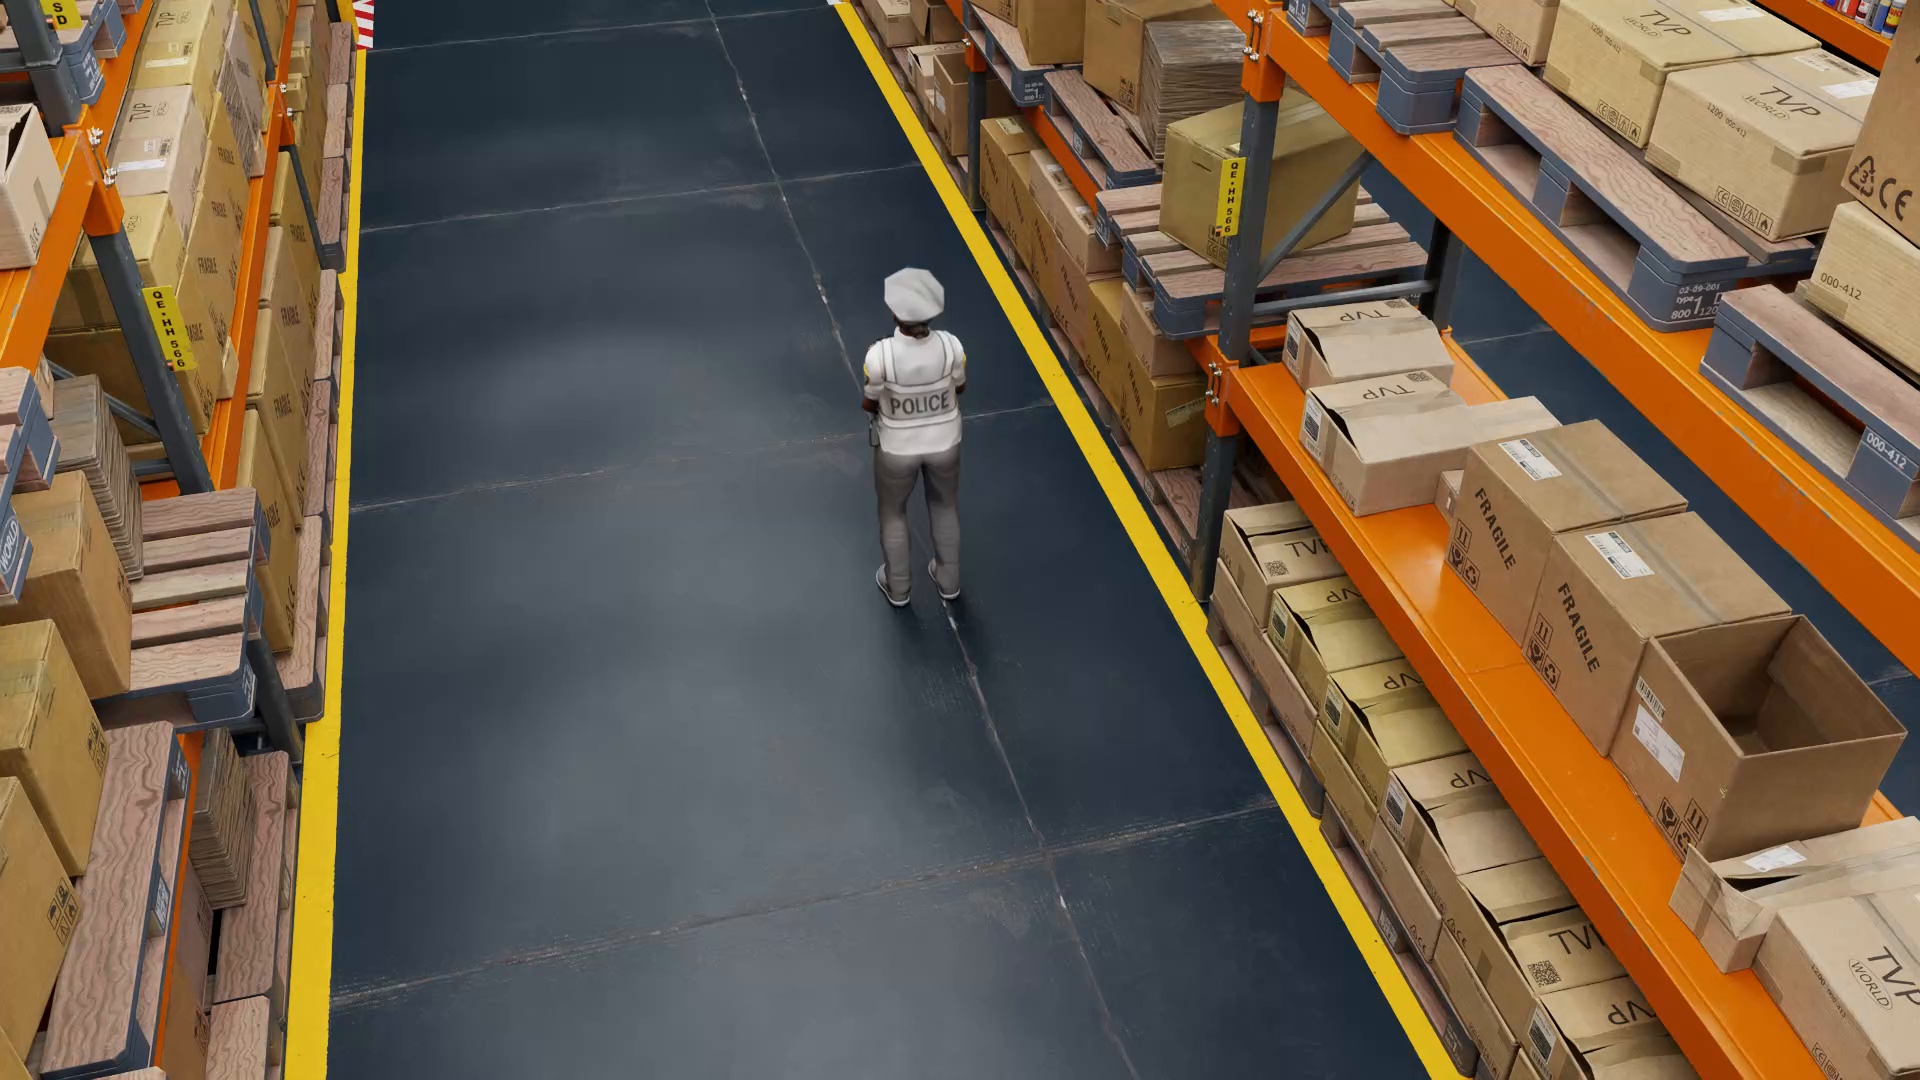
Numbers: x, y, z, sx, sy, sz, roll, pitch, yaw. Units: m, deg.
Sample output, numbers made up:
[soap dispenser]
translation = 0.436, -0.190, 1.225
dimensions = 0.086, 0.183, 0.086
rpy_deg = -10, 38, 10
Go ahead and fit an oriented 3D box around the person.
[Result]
[person]
translation = -0.195, -0.423, 7.248
dimensions = 0.520, 1.657, 0.396
rpy_deg = -11, 40, -14
